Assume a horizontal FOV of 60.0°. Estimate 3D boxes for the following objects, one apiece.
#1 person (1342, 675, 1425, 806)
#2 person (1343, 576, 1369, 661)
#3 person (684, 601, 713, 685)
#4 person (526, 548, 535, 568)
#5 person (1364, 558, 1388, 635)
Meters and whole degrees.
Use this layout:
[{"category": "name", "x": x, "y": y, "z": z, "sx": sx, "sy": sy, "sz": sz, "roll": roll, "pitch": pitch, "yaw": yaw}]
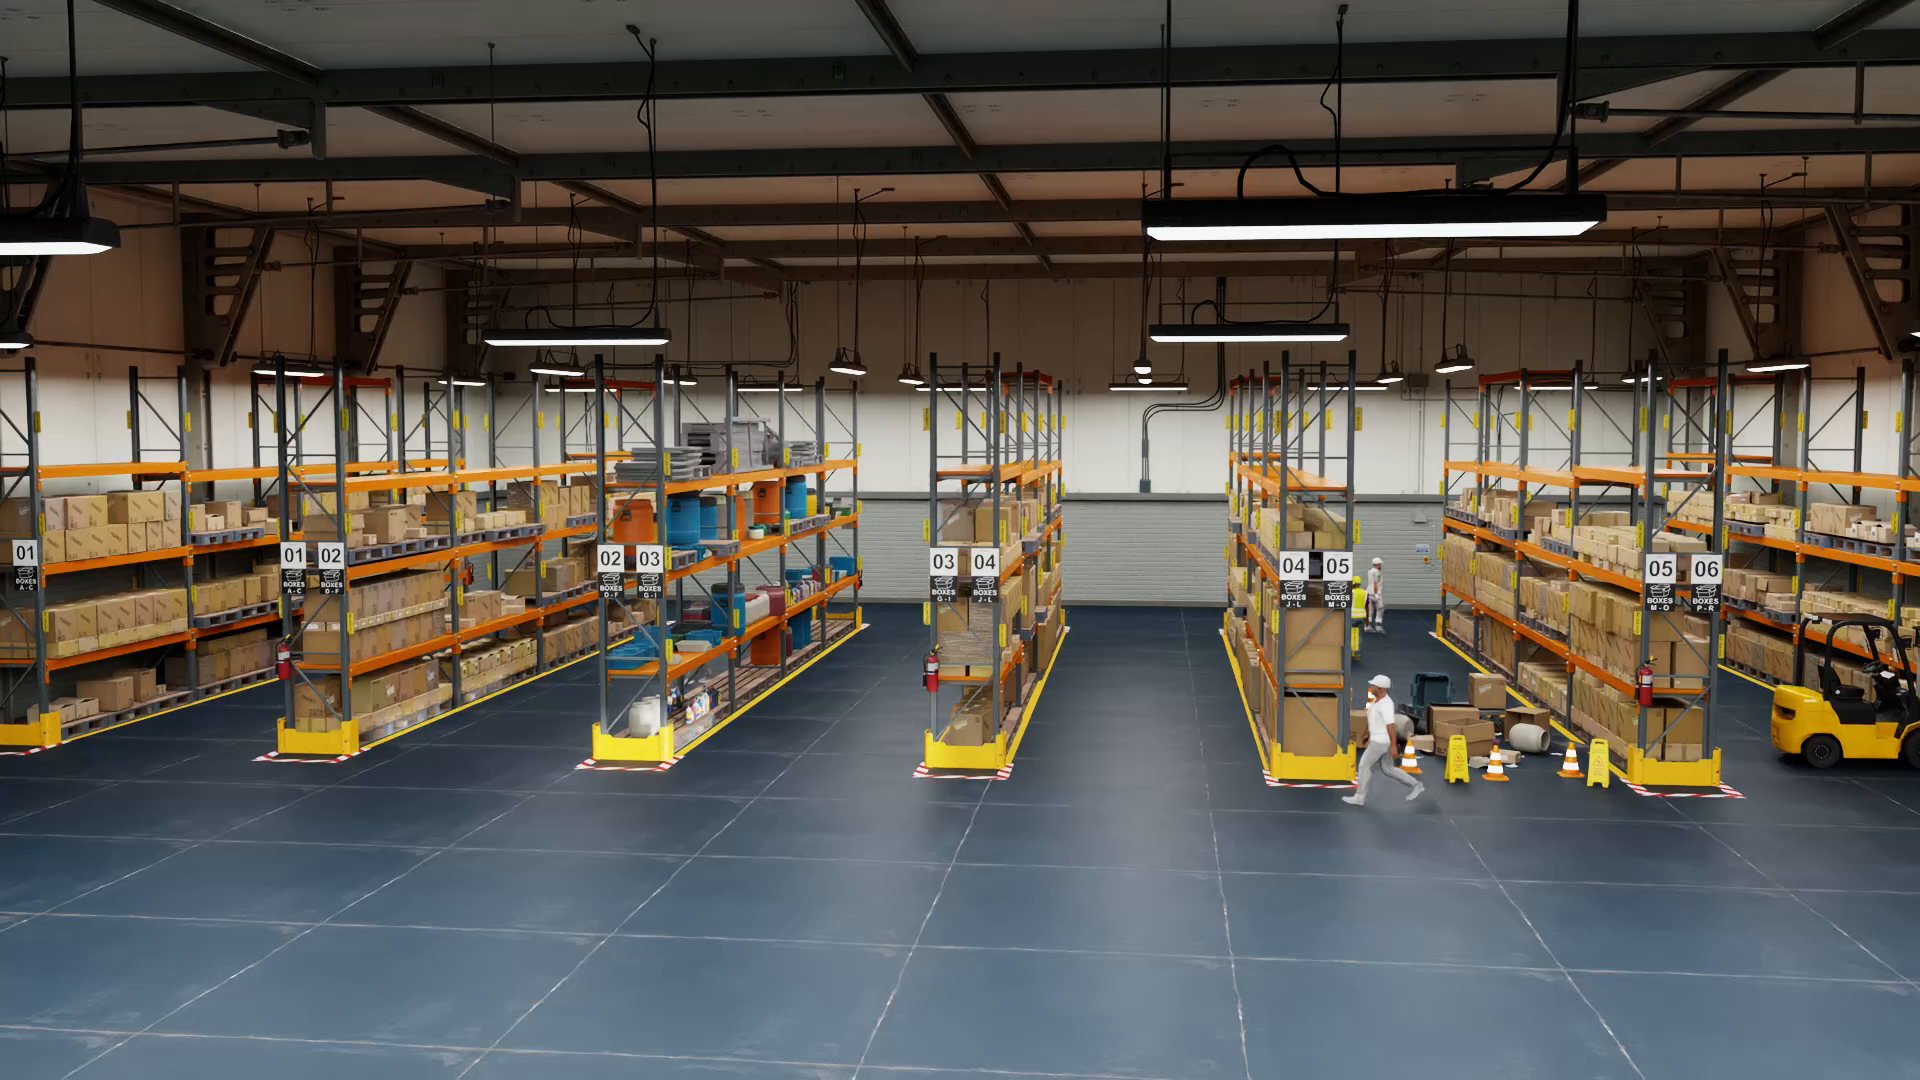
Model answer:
[{"category": "person", "x": 5.522, "y": 2.614, "z": 21.694, "sx": 1.038, "sy": 1.716, "sz": 0.622, "roll": 1, "pitch": 4, "yaw": 11}, {"category": "person", "x": 8.327, "y": 1.656, "z": 35.004, "sx": 0.609, "sy": 1.787, "sz": 0.403, "roll": -1, "pitch": 4, "yaw": -20}, {"category": "person", "x": -5.046, "y": 1.959, "z": 31.816, "sx": 0.627, "sy": 1.601, "sz": 0.433, "roll": 0, "pitch": 4, "yaw": -5}, {"category": "person", "x": -10.914, "y": 1.094, "z": 42.509, "sx": 0.568, "sy": 1.764, "sz": 0.602, "roll": 0, "pitch": 4, "yaw": 4}, {"category": "person", "x": 9.859, "y": 1.332, "z": 39.392, "sx": 0.531, "sy": 1.823, "sz": 0.611, "roll": -1, "pitch": 4, "yaw": -9}]
